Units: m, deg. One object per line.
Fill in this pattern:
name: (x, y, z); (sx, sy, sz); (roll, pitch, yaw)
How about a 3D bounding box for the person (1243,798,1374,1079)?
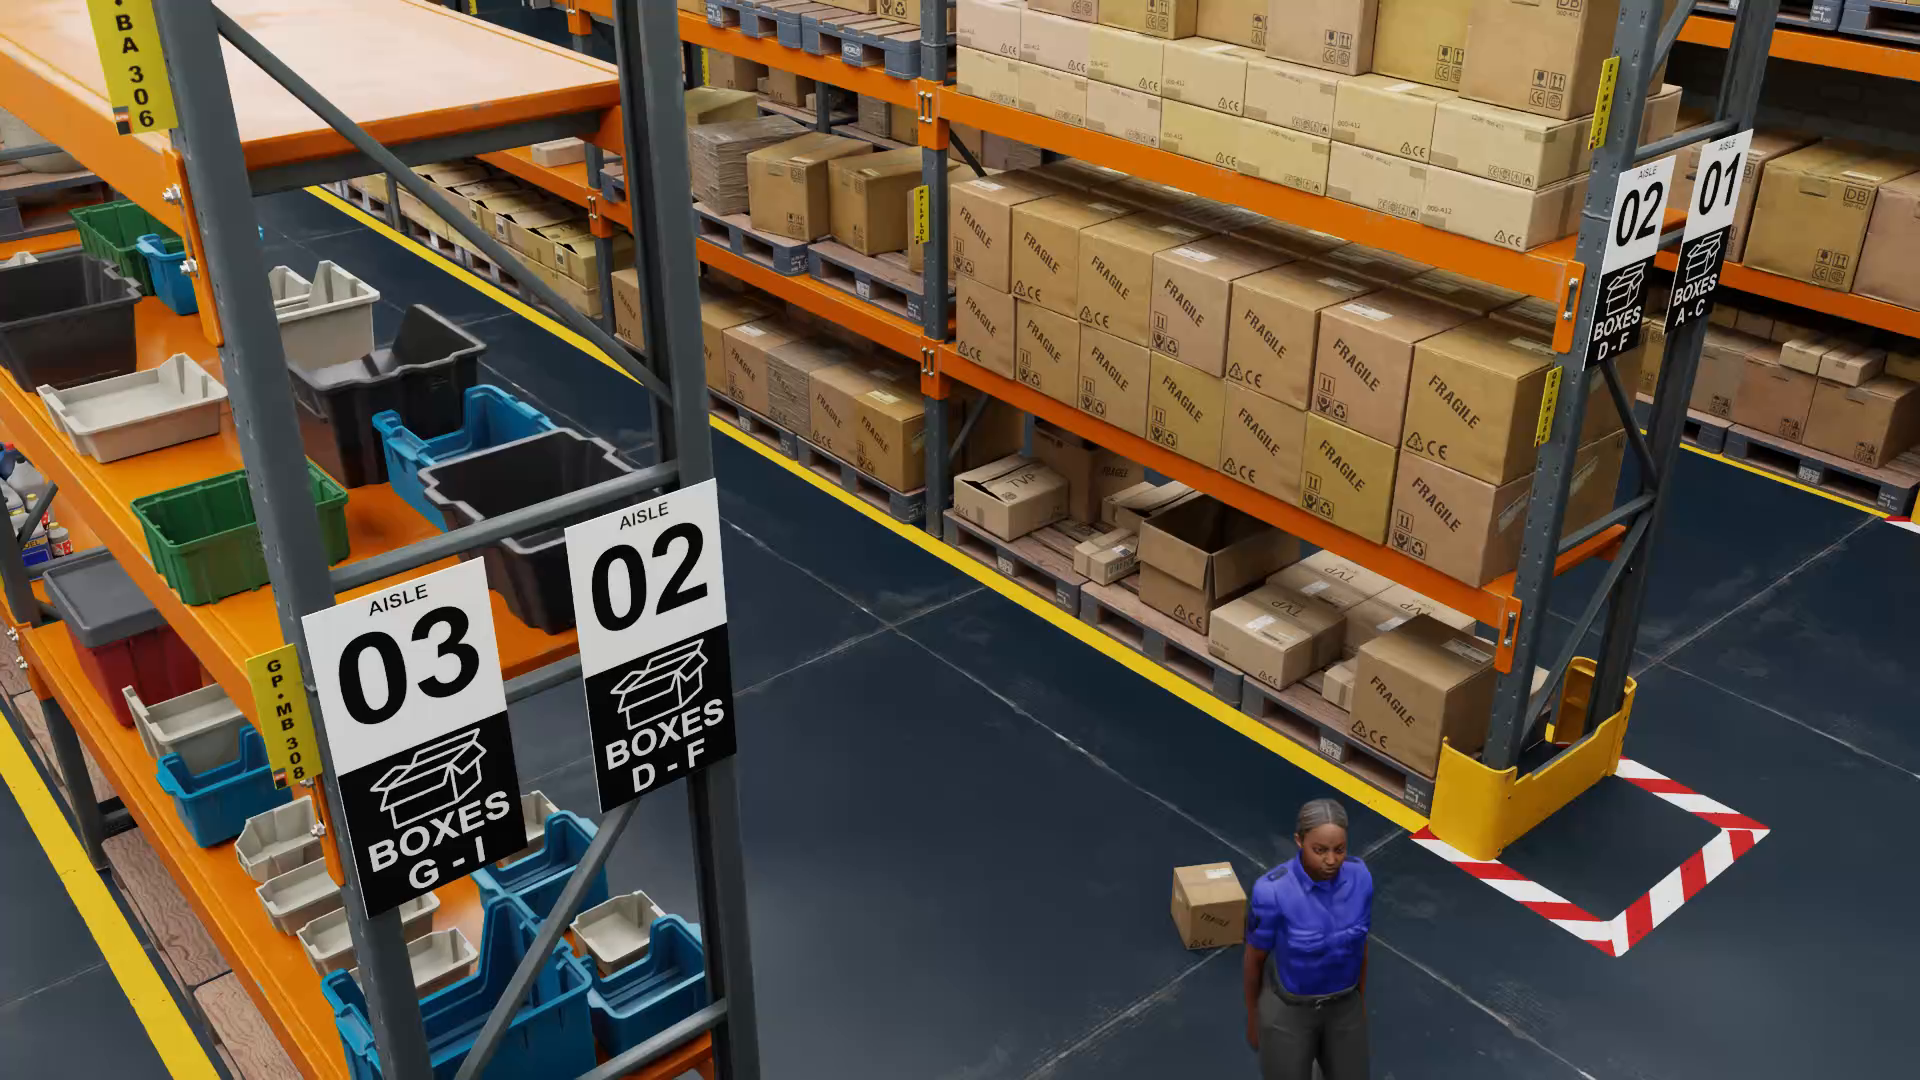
person: (1.172, 1.572, 5.674); (0.455, 1.642, 0.550); (-9, 30, -16)
